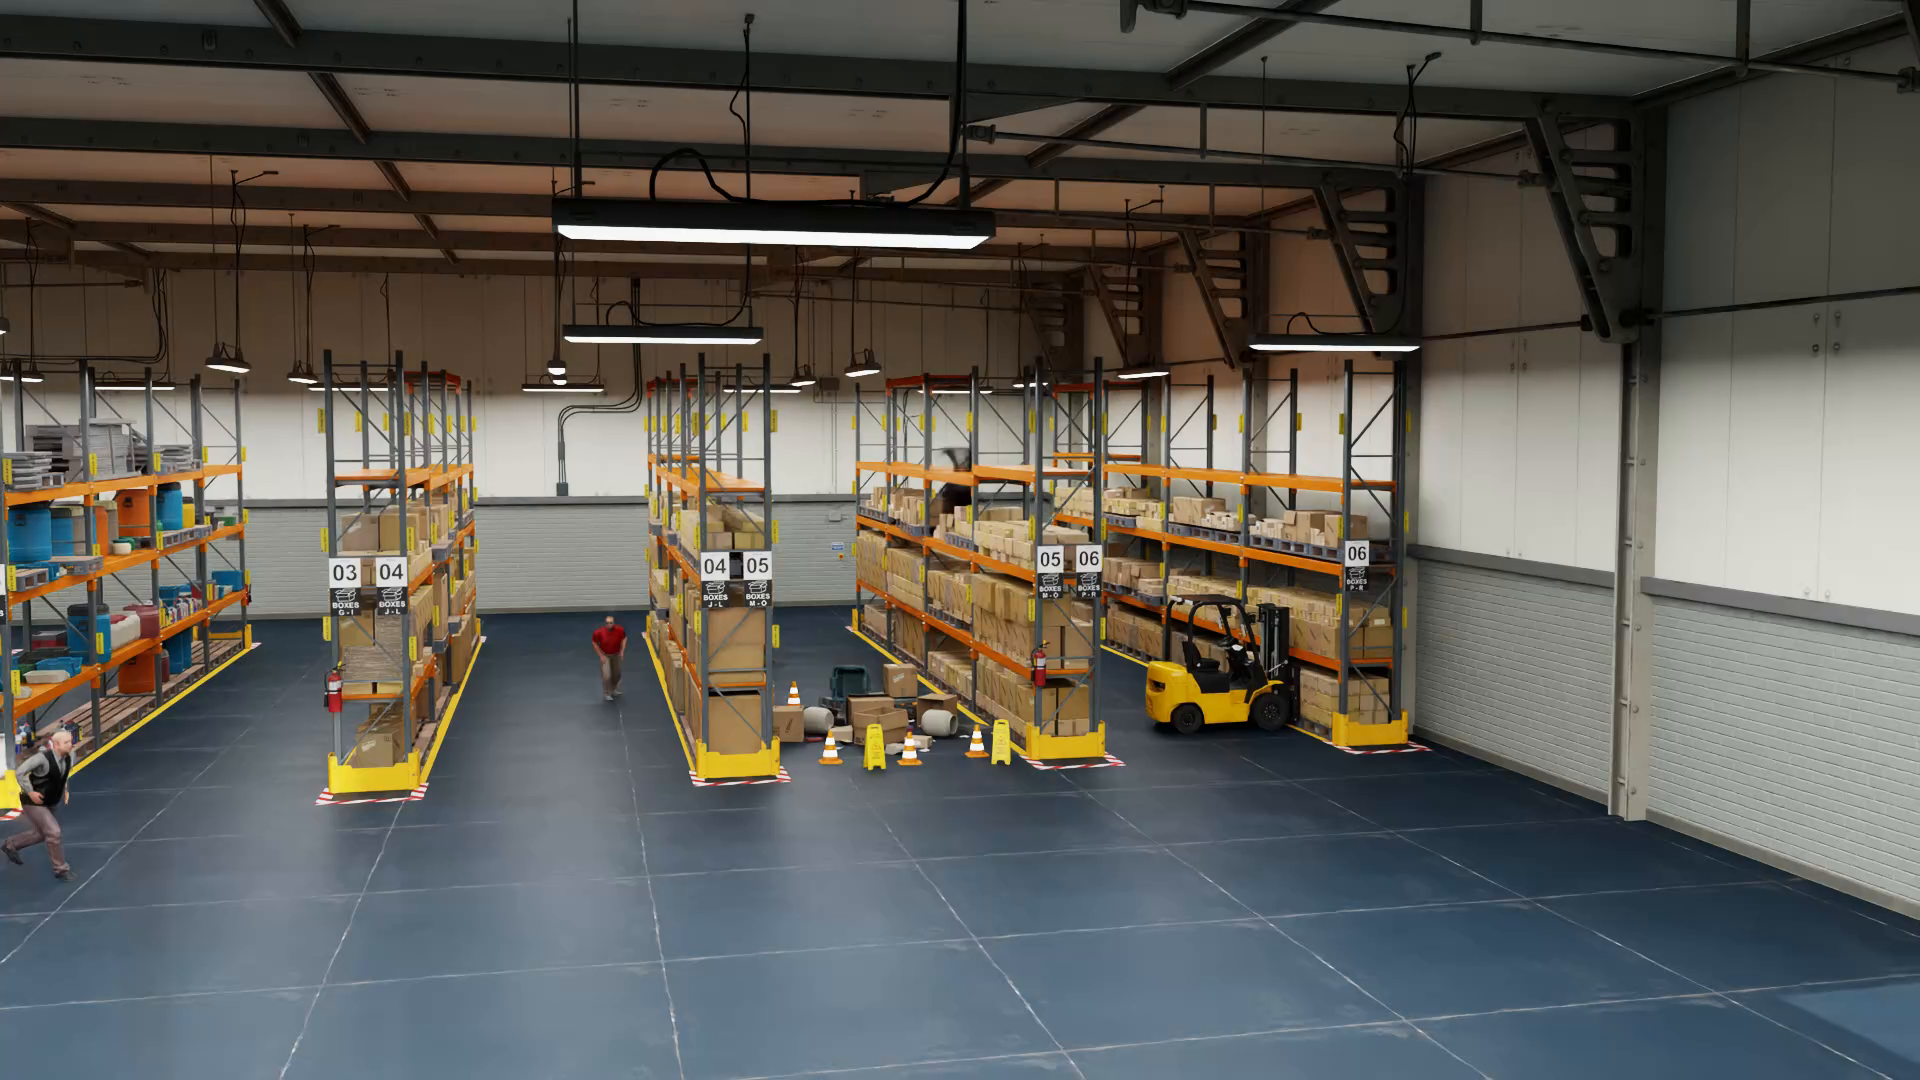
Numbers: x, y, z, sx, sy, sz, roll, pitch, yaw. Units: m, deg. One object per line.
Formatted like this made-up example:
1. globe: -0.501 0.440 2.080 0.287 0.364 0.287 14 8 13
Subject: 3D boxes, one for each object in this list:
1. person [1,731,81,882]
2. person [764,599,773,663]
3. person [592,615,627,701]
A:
1. person: -10.149 2.927 18.272 0.949 1.682 0.682 1 4 16
2. person: -4.210 1.727 34.822 0.641 1.729 0.859 0 4 3
3. person: -6.366 2.117 30.178 0.711 1.576 0.874 -3 5 -35
